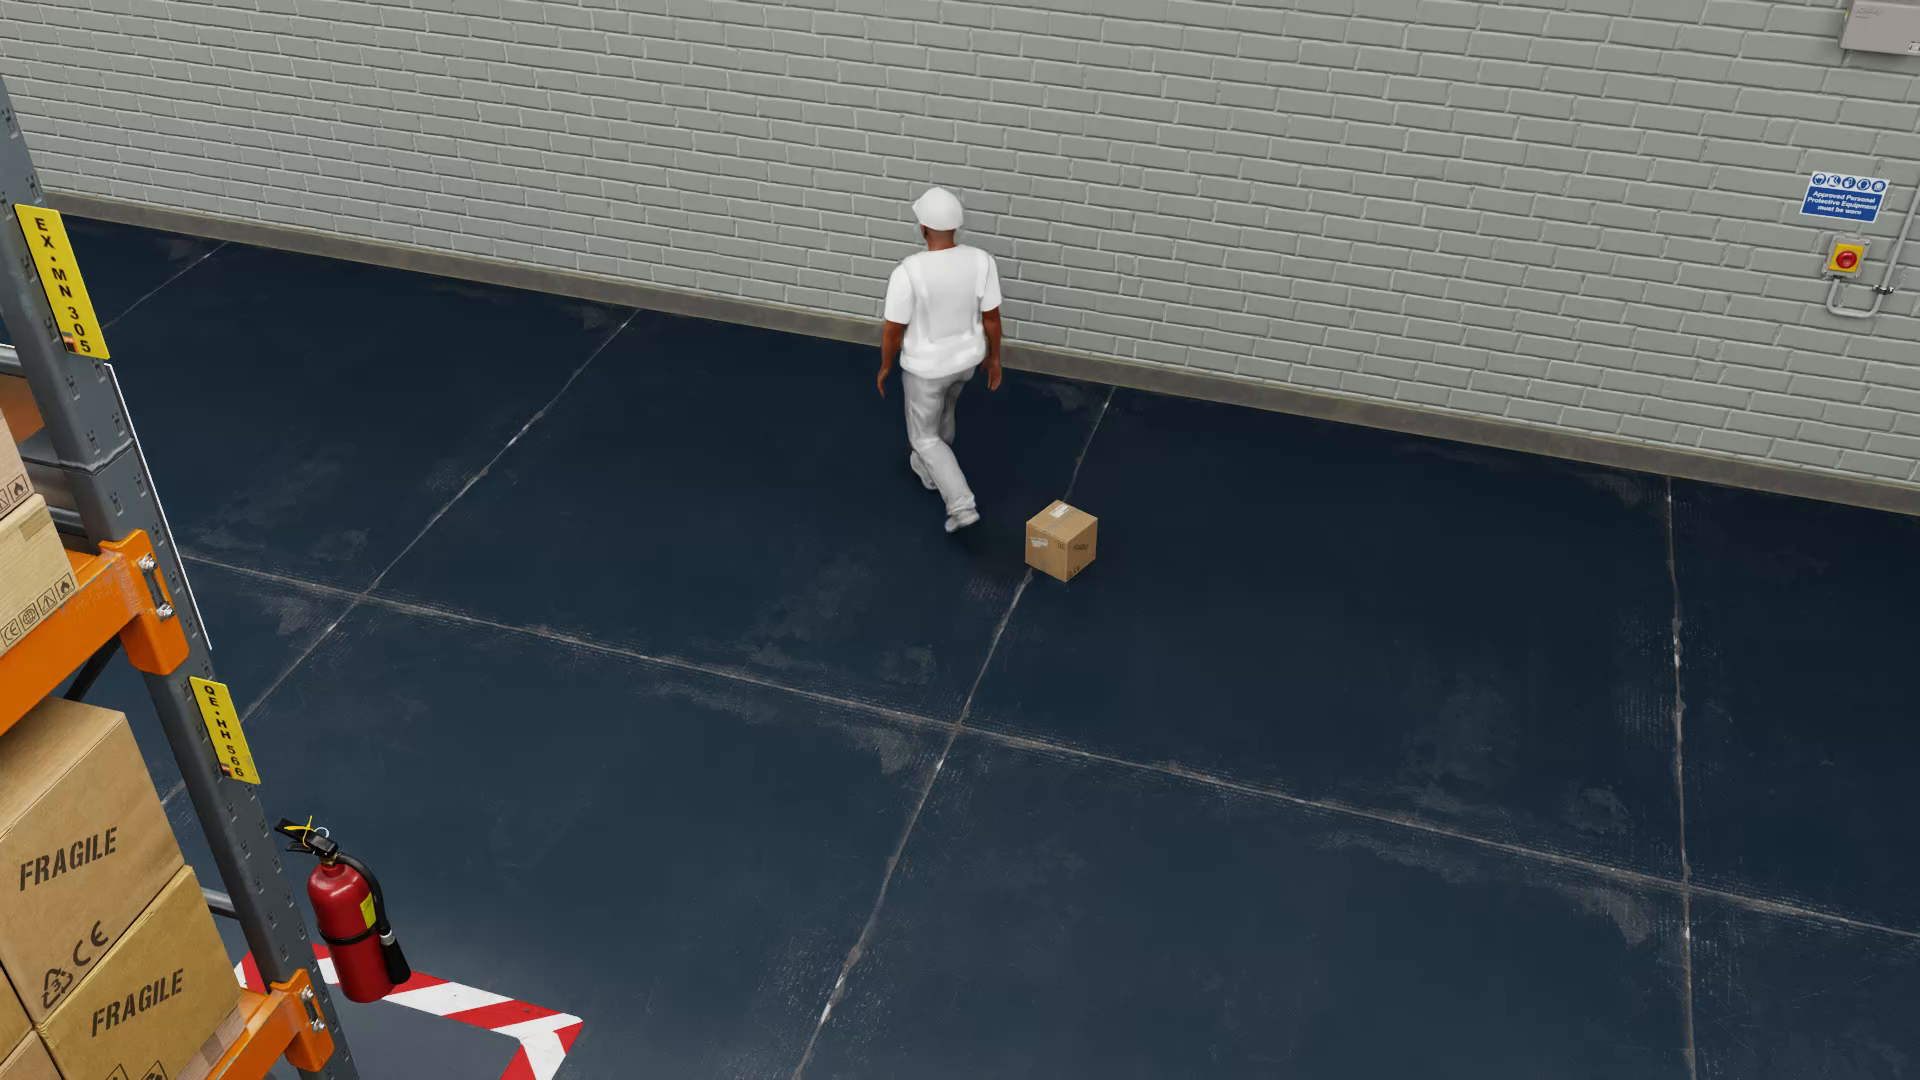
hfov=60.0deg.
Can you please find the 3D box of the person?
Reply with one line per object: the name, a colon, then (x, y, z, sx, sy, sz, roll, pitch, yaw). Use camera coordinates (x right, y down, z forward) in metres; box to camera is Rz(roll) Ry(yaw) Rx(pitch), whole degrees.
person: (-0.090, -0.860, 8.017, 0.591, 1.742, 0.910, -19, 41, -23)
